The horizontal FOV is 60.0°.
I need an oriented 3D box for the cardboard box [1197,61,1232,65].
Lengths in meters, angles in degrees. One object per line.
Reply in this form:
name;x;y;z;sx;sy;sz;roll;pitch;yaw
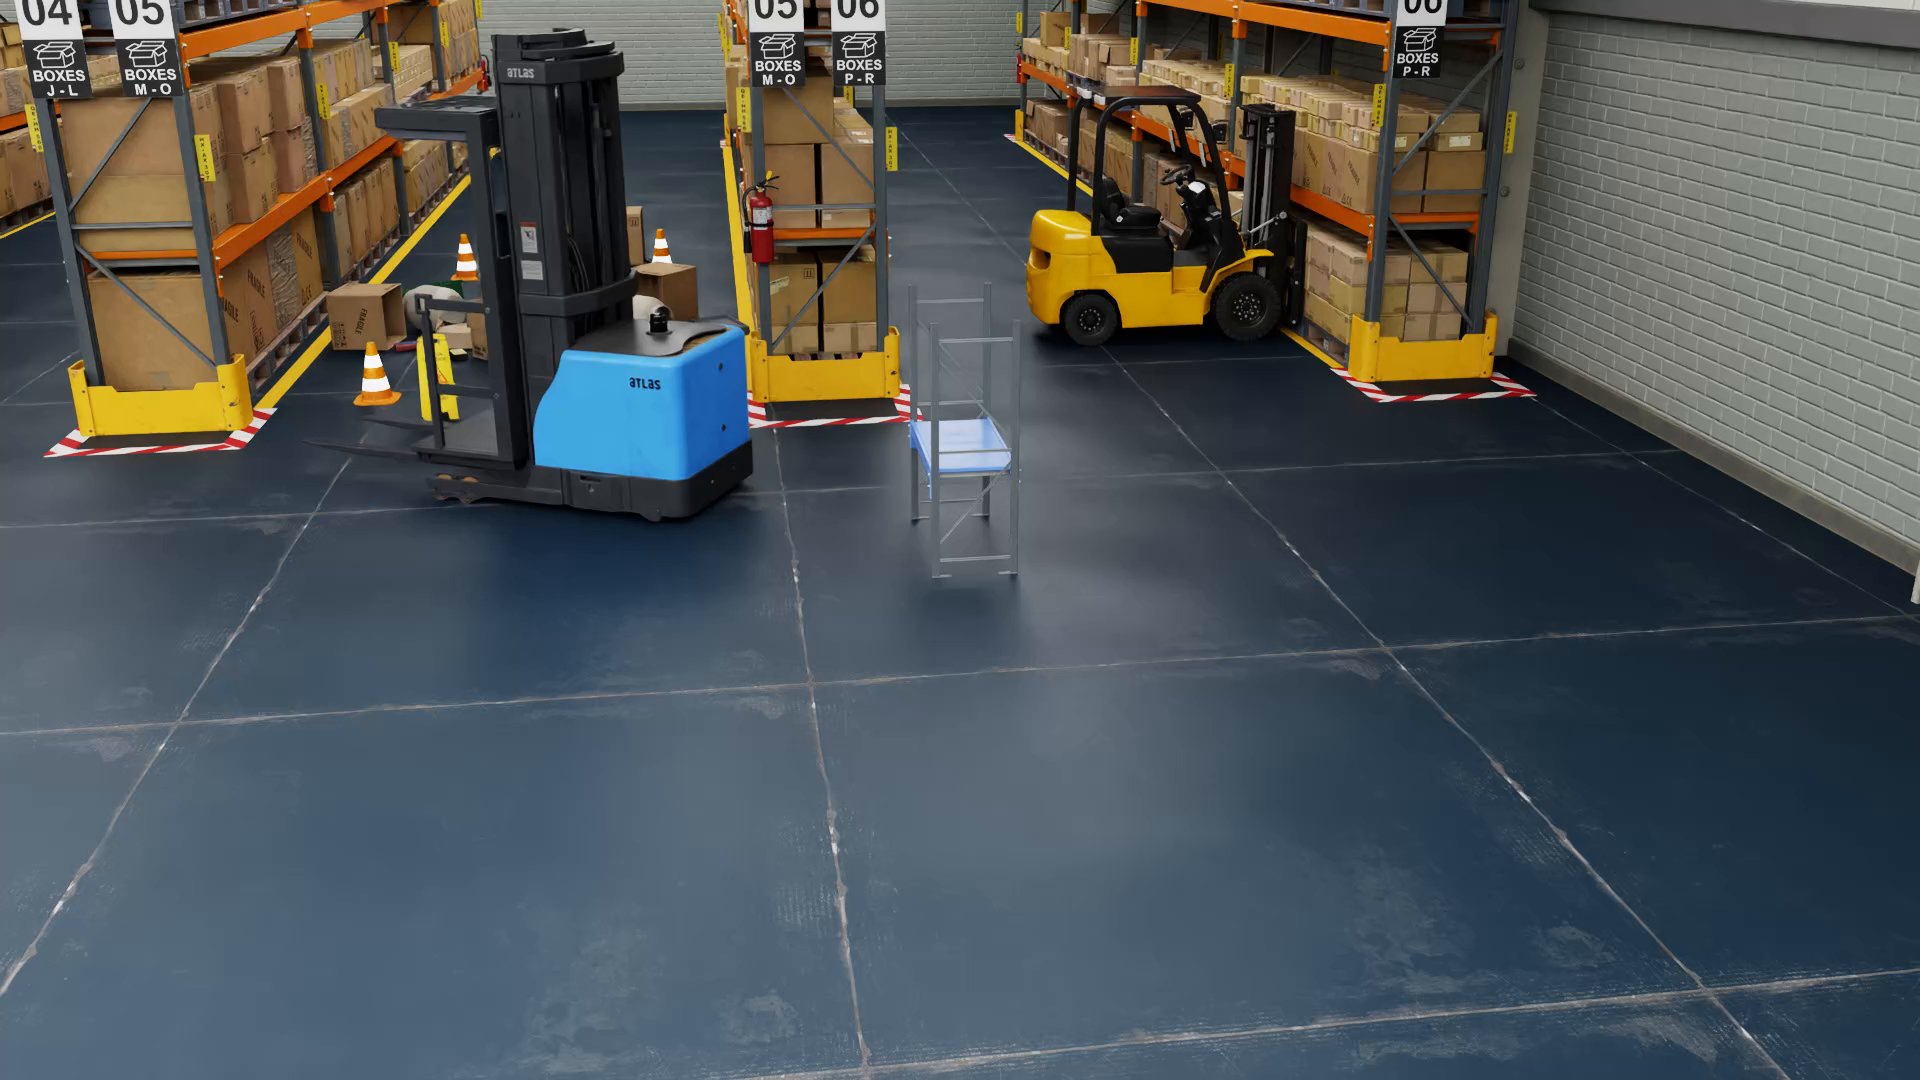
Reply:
cardboard box;3.088;-5.732;20.207;0.380;0.149;0.250;-2;21;-6

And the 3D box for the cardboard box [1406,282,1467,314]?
cardboard box;3.984;-2.115;14.207;0.500;0.250;0.500;-3;21;-7

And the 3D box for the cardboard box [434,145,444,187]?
cardboard box;-7.249;-5.022;22.348;0.500;0.500;0.500;-3;21;-9

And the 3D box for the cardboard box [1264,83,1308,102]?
cardboard box;3.130;-4.280;15.895;0.380;0.149;0.250;-2;21;-7

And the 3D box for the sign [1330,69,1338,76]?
sign;3.819;-4.655;17.042;0.100;0.325;0.005;-3;21;-8

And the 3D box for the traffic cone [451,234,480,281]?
traffic cone;-5.225;-3.000;17.586;0.336;0.463;0.334;-3;21;-8

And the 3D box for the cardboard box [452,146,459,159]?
cardboard box;-7.414;-5.560;23.864;0.380;0.149;0.250;-2;21;-5

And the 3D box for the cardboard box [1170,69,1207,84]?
cardboard box;2.644;-5.348;19.178;0.380;0.149;0.250;-2;21;-7

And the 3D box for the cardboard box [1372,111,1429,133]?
cardboard box;3.586;-3.402;13.544;0.380;0.149;0.250;-3;21;-8

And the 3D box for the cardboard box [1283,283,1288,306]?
cardboard box;3.243;-2.379;15.629;0.500;0.250;0.500;-2;21;-6

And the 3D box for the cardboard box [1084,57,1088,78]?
cardboard box;1.937;-6.587;23.158;0.396;0.266;0.258;-2;21;-5

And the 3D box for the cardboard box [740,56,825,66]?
cardboard box;-1.530;-3.895;14.359;0.700;0.500;0.500;-3;21;-8

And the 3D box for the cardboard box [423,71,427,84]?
cardboard box;-7.354;-6.193;22.268;0.380;0.149;0.250;-3;21;-8

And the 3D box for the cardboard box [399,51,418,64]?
cardboard box;-7.283;-6.287;21.672;0.380;0.149;0.250;-4;21;-10

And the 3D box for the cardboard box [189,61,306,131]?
cardboard box;-6.312;-3.910;14.639;0.875;0.550;0.550;-3;21;-8

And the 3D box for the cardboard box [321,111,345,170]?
cardboard box;-6.335;-3.890;16.202;0.500;0.500;0.500;-3;21;-7

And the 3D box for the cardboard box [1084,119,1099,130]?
cardboard box;2.021;-6.054;24.183;0.380;0.149;0.250;-3;21;-9

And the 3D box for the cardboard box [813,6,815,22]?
cardboard box;-0.982;-4.230;13.328;0.380;0.149;0.250;-3;21;-8

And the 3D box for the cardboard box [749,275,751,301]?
cardboard box;-1.736;-2.439;15.788;0.500;0.250;0.500;-2;21;-5

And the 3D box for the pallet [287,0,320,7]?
pallet;-6.706;-5.278;16.047;0.805;0.209;1.217;-4;21;-10

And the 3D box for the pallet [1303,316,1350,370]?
pallet;3.694;-1.755;14.614;1.003;0.211;1.213;-3;21;-8

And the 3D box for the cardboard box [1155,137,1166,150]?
cardboard box;2.799;-5.270;22.085;0.380;0.149;0.250;-3;21;-7

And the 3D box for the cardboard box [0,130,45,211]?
cardboard box;-12.225;-4.568;20.595;1.225;0.875;0.875;-3;21;-8

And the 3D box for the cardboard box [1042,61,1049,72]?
cardboard box;1.510;-7.555;26.515;0.380;0.149;0.250;-2;21;-7

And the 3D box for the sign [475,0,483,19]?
sign;-7.703;-8.514;26.618;0.100;0.325;0.005;-3;21;-8

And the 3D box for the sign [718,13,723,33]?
sign;-3.922;-8.504;27.347;0.100;0.325;0.005;-3;21;-8

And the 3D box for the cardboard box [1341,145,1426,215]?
cardboard box;3.515;-3.003;13.826;0.500;0.500;0.500;-3;21;-9

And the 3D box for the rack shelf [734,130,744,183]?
rack shelf;-1.930;-4.288;18.437;1.077;0.370;4.000;-3;21;-8

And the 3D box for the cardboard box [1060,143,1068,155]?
cardboard box;1.745;-5.993;25.449;0.380;0.149;0.250;-4;21;-9

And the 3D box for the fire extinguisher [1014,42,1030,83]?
fire extinguisher;1.061;-8.155;28.408;0.296;0.674;0.183;-3;21;-8

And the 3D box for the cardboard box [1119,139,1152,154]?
cardboard box;2.301;-5.150;21.762;0.380;0.149;0.250;-4;21;-11

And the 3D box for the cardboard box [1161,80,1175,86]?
cardboard box;2.644;-5.211;19.382;0.500;0.250;0.500;-3;21;-9

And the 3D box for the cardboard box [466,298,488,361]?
cardboard box;-3.824;-1.858;14.473;0.637;0.503;0.797;17;27;39

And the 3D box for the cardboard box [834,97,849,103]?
cardboard box;-1.332;-3.977;16.010;0.500;0.500;0.500;-3;21;-9

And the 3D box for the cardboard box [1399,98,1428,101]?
cardboard box;3.869;-3.776;14.543;0.380;0.149;0.250;-2;21;-6

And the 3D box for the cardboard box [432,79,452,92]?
cardboard box;-7.396;-6.414;23.462;0.380;0.149;0.250;-2;21;-6

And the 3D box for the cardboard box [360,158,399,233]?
cardboard box;-7.103;-3.960;19.147;1.050;0.750;0.750;-3;21;-8

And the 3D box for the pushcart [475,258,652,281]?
pushcart;-3.891;-2.572;16.562;1.648;0.377;0.936;-11;23;-26

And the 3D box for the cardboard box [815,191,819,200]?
cardboard box;-1.077;-3.007;14.339;0.380;0.149;0.250;-2;21;-6

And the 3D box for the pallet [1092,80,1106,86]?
pallet;2.408;-6.152;22.675;1.003;0.211;1.213;-3;21;-8

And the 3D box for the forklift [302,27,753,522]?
forklift;-2.970;-1.779;10.791;3.031;2.935;1.130;7;22;18

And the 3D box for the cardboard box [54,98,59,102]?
cardboard box;-12.264;-6.101;22.121;0.500;0.500;0.500;-3;21;-8

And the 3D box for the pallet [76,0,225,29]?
pallet;-6.066;-3.883;12.164;1.003;0.211;1.213;-3;21;-8

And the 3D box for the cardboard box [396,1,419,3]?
cardboard box;-8.154;-7.578;24.221;0.500;0.500;0.500;-2;21;-6

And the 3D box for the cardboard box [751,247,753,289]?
cardboard box;-1.583;-2.427;14.685;0.500;0.500;0.500;-3;21;-9

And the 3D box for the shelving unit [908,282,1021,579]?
shelving unit;0.012;-0.673;9.875;0.538;1.500;1.048;-3;21;-8

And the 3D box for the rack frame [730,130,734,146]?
rack frame;-3.372;-8.087;27.582;1.000;3.000;0.127;-3;21;-8

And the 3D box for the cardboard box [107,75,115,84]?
cardboard box;-12.502;-6.653;24.100;0.380;0.149;0.250;-3;21;-7

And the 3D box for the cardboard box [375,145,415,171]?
cardboard box;-6.962;-4.661;20.308;0.500;0.250;0.500;-4;21;-10

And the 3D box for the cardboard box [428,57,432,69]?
cardboard box;-7.426;-6.508;22.688;0.380;0.149;0.250;-2;21;-6

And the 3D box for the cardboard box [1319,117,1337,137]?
cardboard box;3.366;-3.612;14.530;0.380;0.149;0.250;-4;21;-10

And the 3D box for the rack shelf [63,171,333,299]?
rack shelf;-6.237;-2.618;13.967;1.077;0.370;4.000;-3;21;-8

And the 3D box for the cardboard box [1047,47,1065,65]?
cardboard box;1.656;-7.533;25.887;0.500;0.250;0.500;-3;21;-8

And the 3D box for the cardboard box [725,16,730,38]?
cardboard box;-3.016;-7.051;23.234;0.500;0.500;0.500;-3;21;-7

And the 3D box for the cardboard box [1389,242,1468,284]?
cardboard box;3.964;-2.352;14.127;0.500;0.250;0.500;-3;21;-9

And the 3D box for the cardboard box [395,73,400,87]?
cardboard box;-7.056;-5.614;20.295;0.380;0.149;0.250;-4;21;-9
